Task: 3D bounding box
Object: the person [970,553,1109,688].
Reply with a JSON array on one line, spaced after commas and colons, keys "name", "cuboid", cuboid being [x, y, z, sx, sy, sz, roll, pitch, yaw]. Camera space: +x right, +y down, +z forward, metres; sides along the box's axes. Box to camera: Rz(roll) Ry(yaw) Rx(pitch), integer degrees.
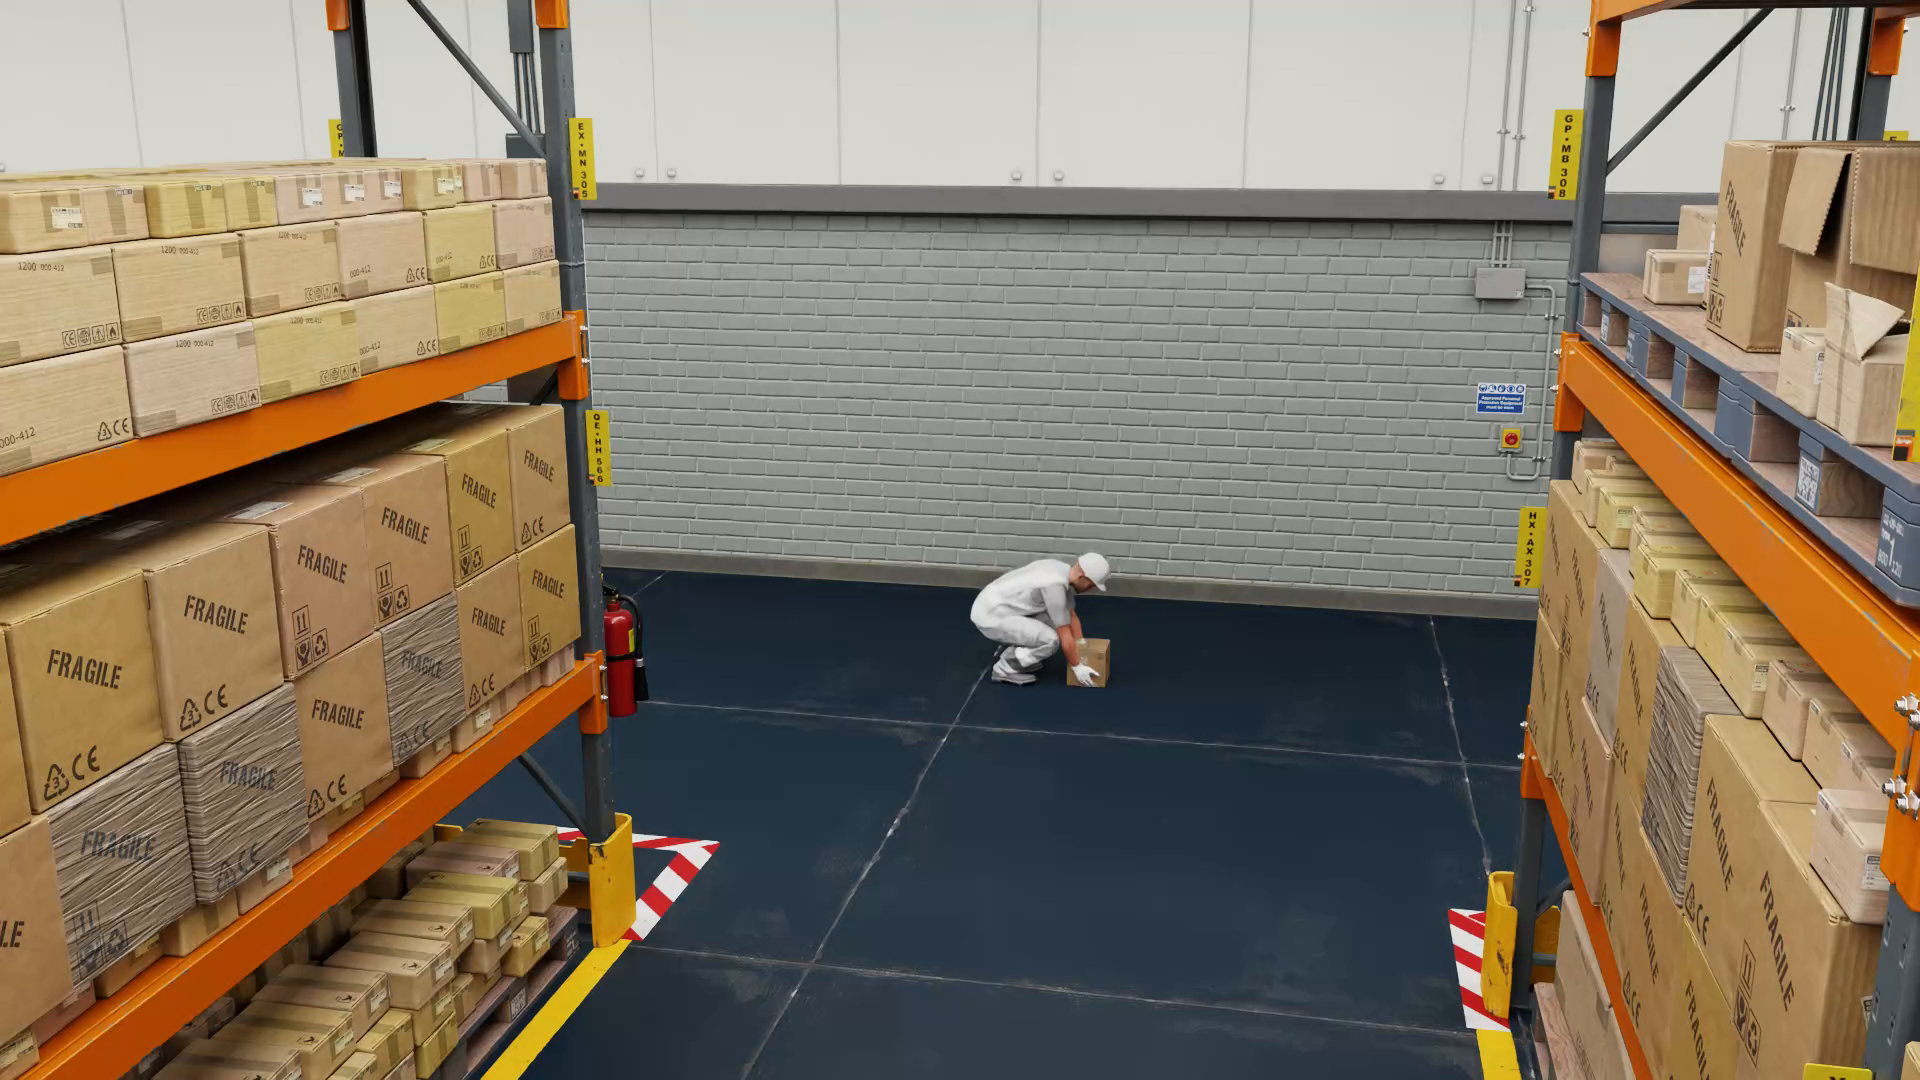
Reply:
[{"name": "person", "cuboid": [0.523, 0.503, 10.925, 0.891, 0.877, 0.564, 3, 15, 11]}]
